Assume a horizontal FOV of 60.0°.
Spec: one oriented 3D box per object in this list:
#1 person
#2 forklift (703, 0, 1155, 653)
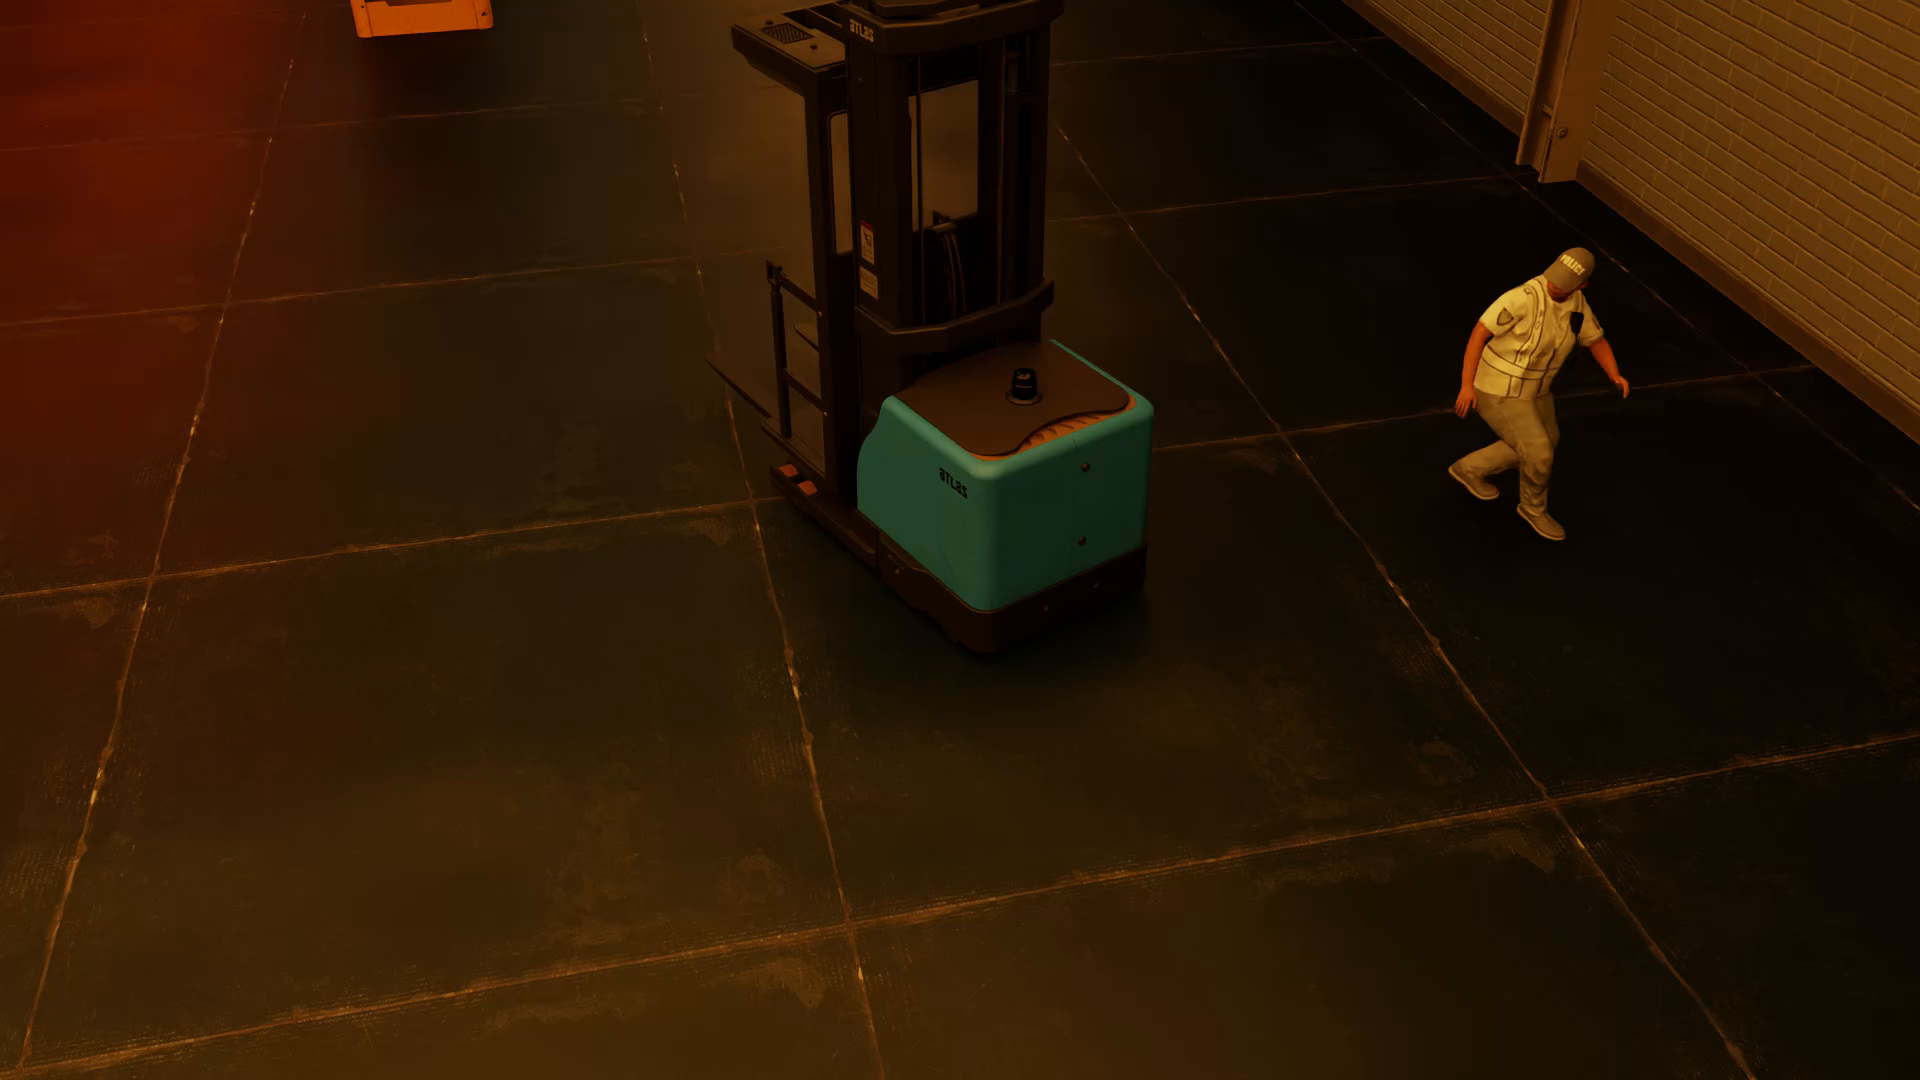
[{"bbox_3d":[3.126,-0.827,8.259,0.680,1.631,0.525,-10,37,-14],"label":"person"},{"bbox_3d":[-0.350,-1.480,8.107,1.130,2.935,3.031,-22,41,-28],"label":"forklift"}]
